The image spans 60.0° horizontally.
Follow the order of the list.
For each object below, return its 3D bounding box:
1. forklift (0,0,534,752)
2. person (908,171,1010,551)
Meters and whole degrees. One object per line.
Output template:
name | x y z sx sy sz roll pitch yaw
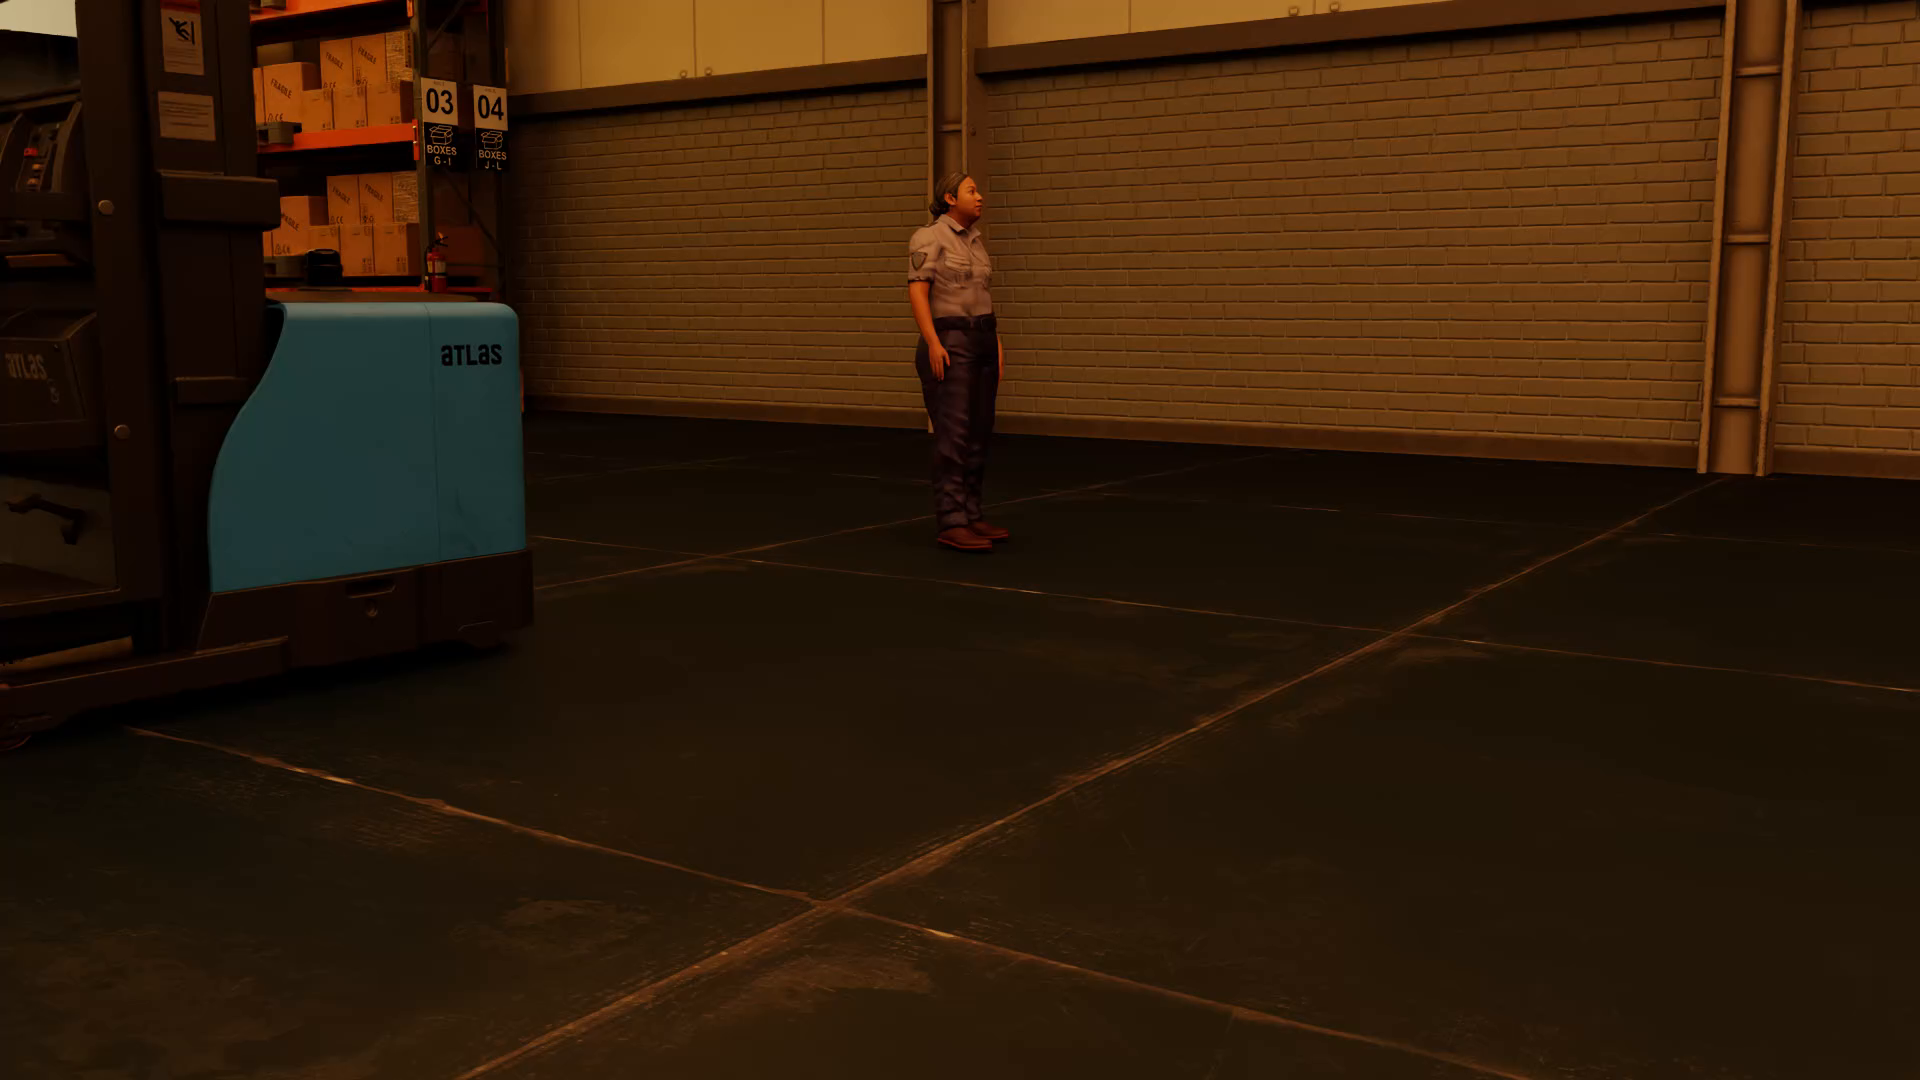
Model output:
forklift | -2.659 -0.998 4.208 1.130 2.935 3.031 7 10 39
person | 0.062 -0.813 7.418 0.502 1.651 0.598 5 10 34
